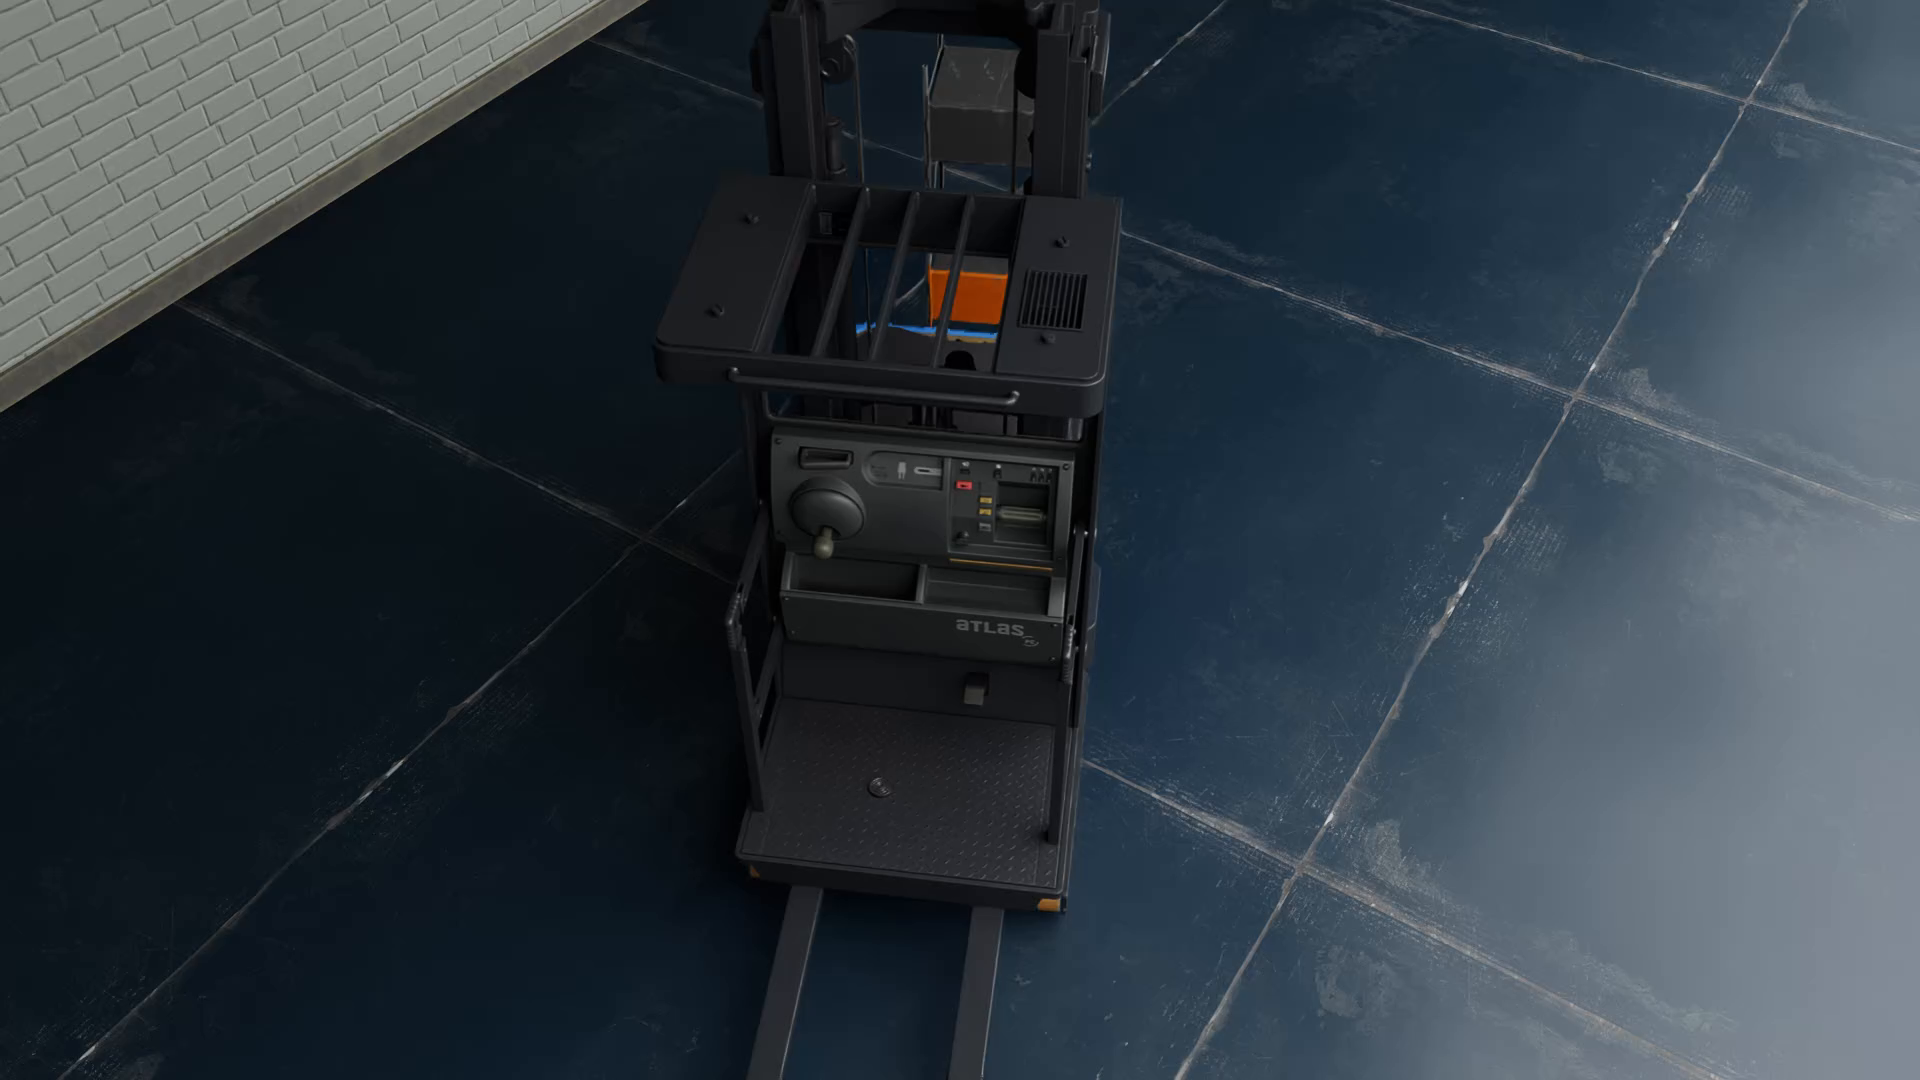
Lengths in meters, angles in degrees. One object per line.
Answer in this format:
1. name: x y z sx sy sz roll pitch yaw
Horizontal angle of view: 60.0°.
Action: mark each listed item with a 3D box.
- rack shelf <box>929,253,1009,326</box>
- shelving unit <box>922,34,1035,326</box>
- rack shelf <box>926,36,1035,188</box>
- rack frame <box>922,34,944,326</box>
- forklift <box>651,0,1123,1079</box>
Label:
1. rack shelf: 0.148 -0.965 6.465 0.480 0.518 0.431 5 46 5
2. shelving unit: 0.148 -0.975 6.455 0.503 2.100 0.431 5 46 5
3. rack shelf: 0.148 -1.453 5.963 0.480 0.518 0.431 5 46 5
4. rack frame: -0.094 -0.998 6.477 0.015 2.100 0.400 5 46 5
5. forklift: -0.146 -0.019 4.946 1.130 2.935 3.031 5 46 5
